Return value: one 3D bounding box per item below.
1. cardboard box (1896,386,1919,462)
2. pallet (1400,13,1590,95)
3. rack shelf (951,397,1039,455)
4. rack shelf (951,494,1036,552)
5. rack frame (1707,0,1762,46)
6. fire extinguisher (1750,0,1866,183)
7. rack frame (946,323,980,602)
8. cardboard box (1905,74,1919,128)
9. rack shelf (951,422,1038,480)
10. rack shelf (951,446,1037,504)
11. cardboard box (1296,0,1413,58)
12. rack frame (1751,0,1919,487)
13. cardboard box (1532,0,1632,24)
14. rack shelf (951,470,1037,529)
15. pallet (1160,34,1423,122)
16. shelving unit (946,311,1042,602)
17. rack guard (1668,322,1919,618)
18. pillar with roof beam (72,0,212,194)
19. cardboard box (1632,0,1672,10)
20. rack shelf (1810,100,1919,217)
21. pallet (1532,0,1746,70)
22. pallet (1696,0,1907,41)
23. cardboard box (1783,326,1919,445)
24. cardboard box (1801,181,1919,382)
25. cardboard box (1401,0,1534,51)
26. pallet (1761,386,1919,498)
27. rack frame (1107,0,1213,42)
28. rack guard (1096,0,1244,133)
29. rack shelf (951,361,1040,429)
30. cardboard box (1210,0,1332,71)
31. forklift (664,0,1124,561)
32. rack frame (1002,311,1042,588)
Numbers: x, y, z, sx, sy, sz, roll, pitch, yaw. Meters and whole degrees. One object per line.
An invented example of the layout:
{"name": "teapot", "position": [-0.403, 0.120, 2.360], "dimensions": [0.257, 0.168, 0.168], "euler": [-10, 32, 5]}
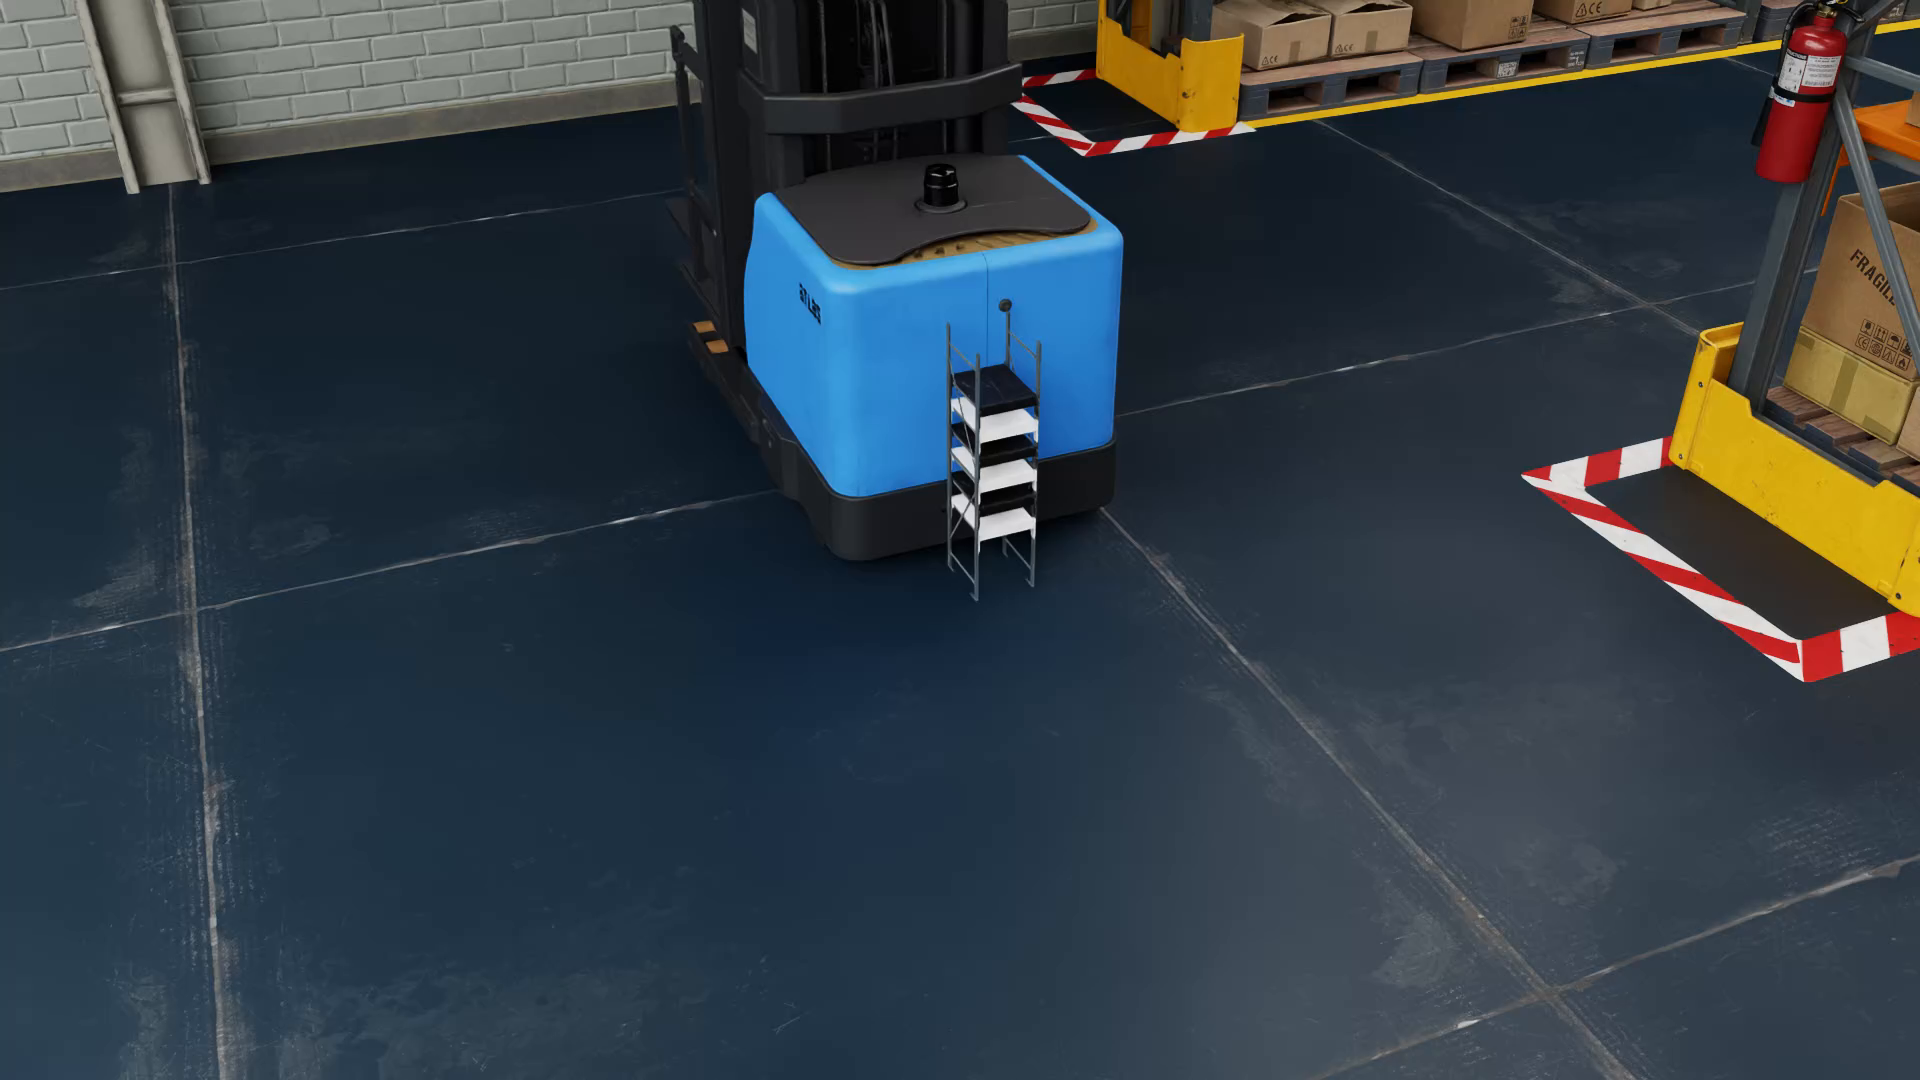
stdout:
{"name": "cardboard box", "position": [3.618, -0.353, 5.678], "dimensions": [0.500, 0.250, 0.500], "euler": [-13, 35, -19]}
{"name": "pallet", "position": [3.072, -3.075, 10.282], "dimensions": [1.213, 0.211, 1.003], "euler": [-13, 35, -19]}
{"name": "rack shelf", "position": [0.102, -0.378, 5.237], "dimensions": [0.200, 0.077, 0.258], "euler": [-14, 35, -20]}
{"name": "rack shelf", "position": [0.102, -0.076, 5.434], "dimensions": [0.200, 0.077, 0.258], "euler": [-14, 35, -20]}
{"name": "rack frame", "position": [4.805, -4.663, 10.166], "dimensions": [0.127, 3.000, 1.000], "euler": [-13, 35, -19]}
{"name": "fire extinguisher", "position": [2.749, -1.504, 5.383], "dimensions": [0.183, 0.674, 0.296], "euler": [-13, 35, -19]}
{"name": "rack frame", "position": [0.009, -0.233, 5.283], "dimensions": [0.006, 0.900, 0.240], "euler": [-14, 35, -20]}
{"name": "cardboard box", "position": [3.473, -1.462, 5.155], "dimensions": [0.500, 0.500, 0.700], "euler": [-13, 35, -19]}
{"name": "rack shelf", "position": [0.102, -0.303, 5.286], "dimensions": [0.200, 0.077, 0.258], "euler": [-14, 35, -20]}
{"name": "rack shelf", "position": [0.102, -0.227, 5.335], "dimensions": [0.200, 0.077, 0.258], "euler": [-14, 35, -20]}
{"name": "cardboard box", "position": [2.315, -3.097, 9.821], "dimensions": [0.500, 0.311, 0.500], "euler": [-10, 34, -15]}
{"name": "rack frame", "position": [3.036, -1.330, 5.043], "dimensions": [0.053, 2.616, 0.949], "euler": [-13, 35, -19]}
{"name": "cardboard box", "position": [3.863, -3.560, 10.360], "dimensions": [0.500, 0.500, 0.500], "euler": [-16, 36, -22]}
{"name": "rack shelf", "position": [0.102, -0.152, 5.384], "dimensions": [0.200, 0.077, 0.258], "euler": [-14, 35, -20]}
{"name": "pallet", "position": [1.949, -2.819, 9.890], "dimensions": [1.213, 0.211, 1.003], "euler": [-13, 35, -19]}
{"name": "shelving unit", "position": [0.102, -0.255, 5.317], "dimensions": [0.210, 0.900, 0.258], "euler": [-14, 35, -20]}
{"name": "rack guard", "position": [3.015, -0.275, 5.715], "dimensions": [0.348, 0.500, 1.175], "euler": [-13, 35, -19]}
{"name": "pillar with roof beam", "position": [-2.439, -3.484, 2.854], "dimensions": [0.400, 9.000, 9.100], "euler": [-13, 35, -19]}
{"name": "cardboard box", "position": [4.323, -3.532, 10.622], "dimensions": [0.250, 0.166, 0.380], "euler": [-18, 37, -25]}
{"name": "rack shelf", "position": [4.882, -1.449, 5.886], "dimensions": [4.000, 0.370, 1.077], "euler": [-13, 35, -19]}
{"name": "pallet", "position": [4.199, -3.335, 10.681], "dimensions": [1.213, 0.211, 1.003], "euler": [-13, 35, -19]}
{"name": "pallet", "position": [5.522, -3.659, 11.180], "dimensions": [1.213, 0.211, 1.003], "euler": [-13, 35, -19]}
{"name": "cardboard box", "position": [3.418, -0.614, 6.079], "dimensions": [0.500, 0.250, 0.500], "euler": [-13, 35, -19]}
{"name": "cardboard box", "position": [3.417, -0.929, 5.876], "dimensions": [0.500, 0.500, 0.500], "euler": [-13, 35, -19]}
{"name": "cardboard box", "position": [3.011, -3.306, 9.969], "dimensions": [0.500, 0.500, 0.700], "euler": [-15, 36, -22]}
{"name": "pallet", "position": [3.726, -0.342, 6.082], "dimensions": [1.213, 0.211, 1.003], "euler": [-13, 35, -19]}
{"name": "rack frame", "position": [1.116, -3.818, 8.868], "dimensions": [0.127, 3.000, 1.000], "euler": [-13, 35, -19]}
{"name": "rack guard", "position": [1.186, -2.787, 9.574], "dimensions": [0.348, 0.500, 1.175], "euler": [-13, 35, -19]}
{"name": "rack shelf", "position": [0.102, -0.454, 5.188], "dimensions": [0.200, 0.077, 0.258], "euler": [-14, 35, -20]}
{"name": "cardboard box", "position": [1.789, -2.977, 9.636], "dimensions": [0.500, 0.311, 0.500], "euler": [-17, 37, -24]}
{"name": "forklift", "position": [-0.490, -1.952, 6.063], "dimensions": [1.130, 2.935, 3.031], "euler": [-13, 35, -19]}
{"name": "rack frame", "position": [0.195, -0.278, 5.352], "dimensions": [0.006, 0.900, 0.240], "euler": [-14, 35, -20]}
